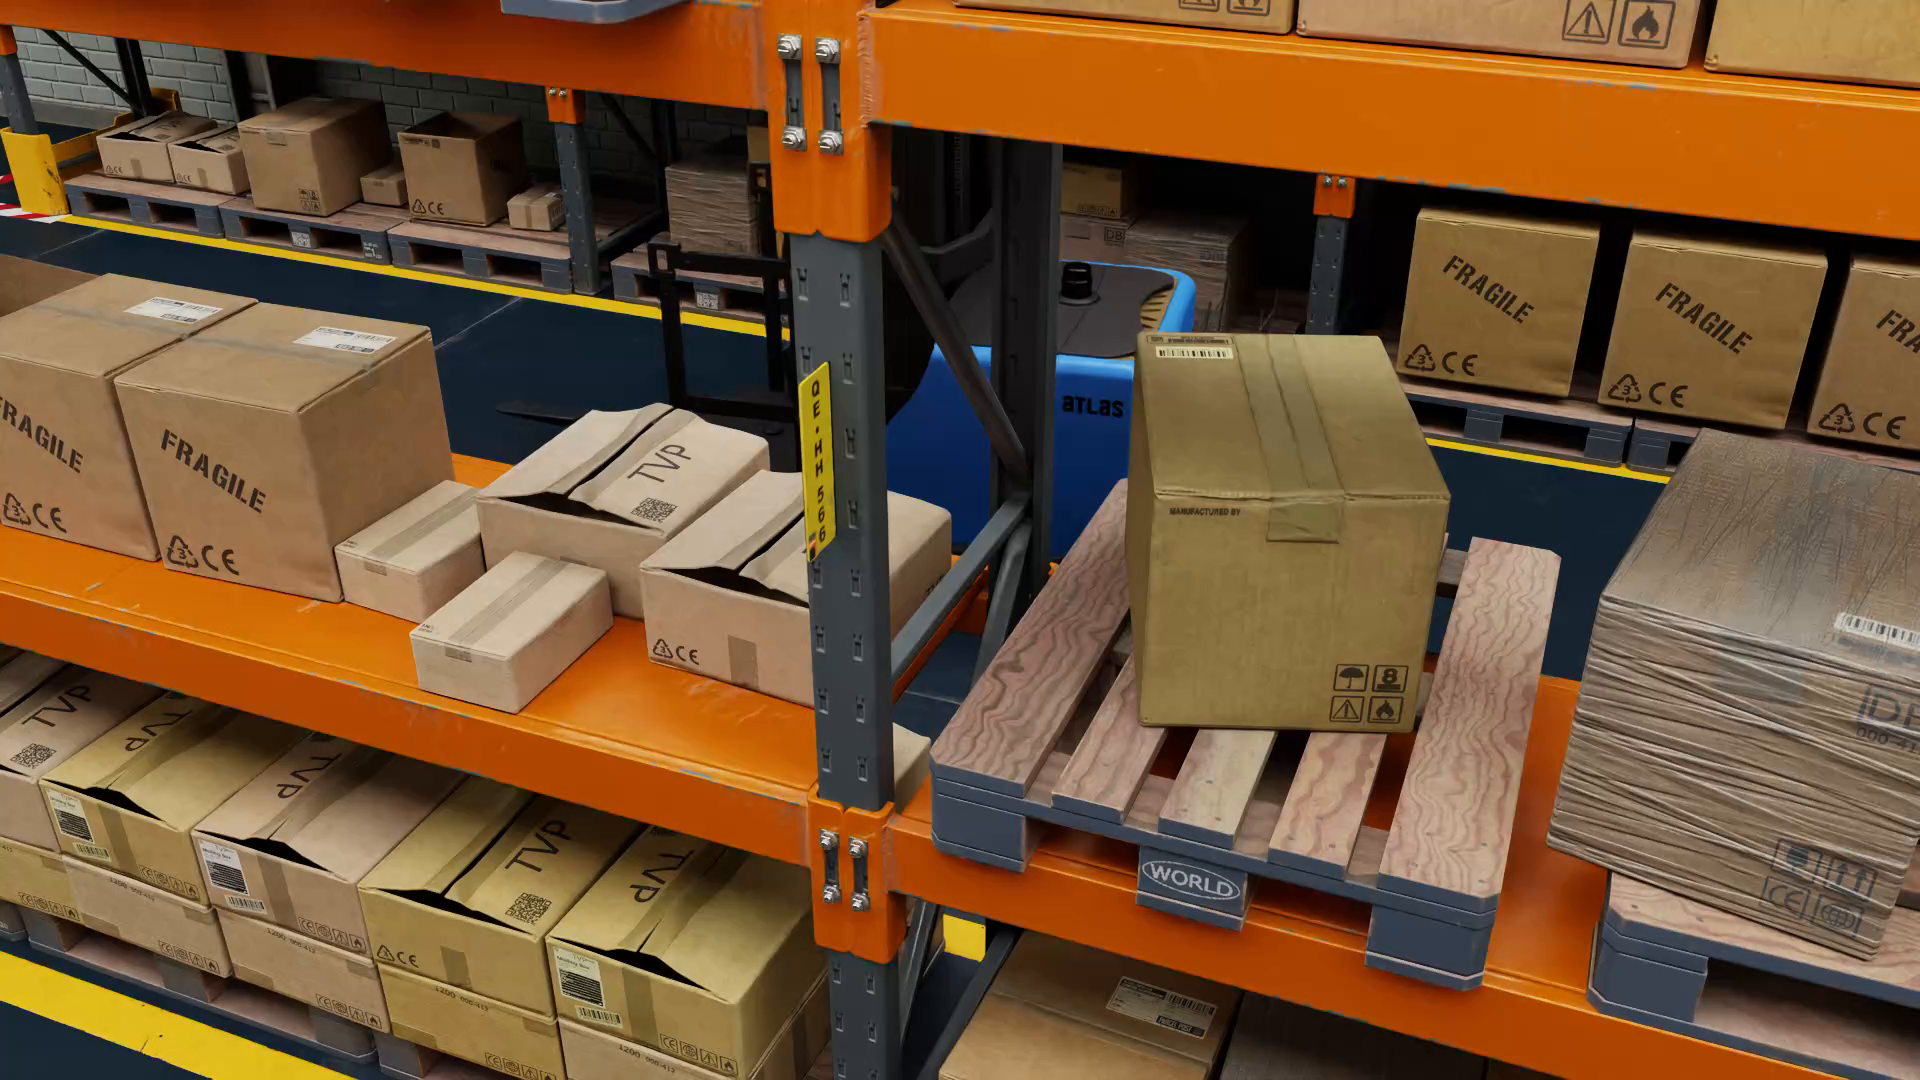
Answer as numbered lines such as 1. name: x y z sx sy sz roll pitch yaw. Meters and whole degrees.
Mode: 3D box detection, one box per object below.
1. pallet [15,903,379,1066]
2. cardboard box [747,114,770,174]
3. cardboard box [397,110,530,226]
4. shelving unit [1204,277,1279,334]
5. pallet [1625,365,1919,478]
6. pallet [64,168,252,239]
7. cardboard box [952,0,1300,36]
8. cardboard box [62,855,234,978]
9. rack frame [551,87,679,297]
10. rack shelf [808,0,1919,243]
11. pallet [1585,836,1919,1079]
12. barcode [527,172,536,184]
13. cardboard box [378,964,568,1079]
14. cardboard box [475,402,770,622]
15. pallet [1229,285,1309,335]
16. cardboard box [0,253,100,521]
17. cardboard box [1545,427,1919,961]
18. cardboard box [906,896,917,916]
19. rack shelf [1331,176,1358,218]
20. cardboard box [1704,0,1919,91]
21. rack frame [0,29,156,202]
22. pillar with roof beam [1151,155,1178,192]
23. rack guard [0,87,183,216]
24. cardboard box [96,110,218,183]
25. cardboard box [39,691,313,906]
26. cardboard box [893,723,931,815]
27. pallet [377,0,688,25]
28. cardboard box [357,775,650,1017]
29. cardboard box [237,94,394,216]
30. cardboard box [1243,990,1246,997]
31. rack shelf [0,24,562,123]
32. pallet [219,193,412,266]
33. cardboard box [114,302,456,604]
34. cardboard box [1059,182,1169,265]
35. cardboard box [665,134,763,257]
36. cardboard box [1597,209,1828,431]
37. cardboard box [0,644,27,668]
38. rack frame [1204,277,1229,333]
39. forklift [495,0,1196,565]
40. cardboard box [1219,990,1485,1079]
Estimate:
1. pallet: -1.904 0.942 4.869 1.213 0.211 1.003 11 31 19
2. cardboard box: -0.779 -2.096 8.742 0.500 0.250 0.500 11 31 18
3. cardboard box: -2.853 -2.152 9.603 0.500 0.500 0.500 9 31 15
4. shelving unit: 0.952 -0.352 6.141 0.189 1.200 0.258 16 33 17
5. pallet: 3.659 -0.515 7.446 1.213 0.211 1.003 11 31 19
6. pallet: -4.773 -2.221 10.464 1.213 0.211 1.003 11 31 19
7. cardboard box: 0.388 -1.160 2.603 0.500 0.500 0.910 11 31 19
8. cardboard box: -2.030 0.870 4.529 0.500 0.250 0.500 12 32 20
9. rack frame: -1.877 -2.875 8.788 0.127 3.000 1.000 11 31 19
10. rack shelf: 1.824 -0.498 2.266 4.000 0.370 1.077 11 31 19
11. pallet: 1.775 0.565 2.896 1.213 0.211 1.003 11 31 19
12. barcode: -2.552 -2.151 9.884 0.075 0.075 0.001 11 31 19
13. cardboard box: -1.087 1.059 4.196 0.500 0.250 0.500 11 31 19
14. cardboard box: -0.785 -0.091 3.953 0.500 0.311 0.500 11 31 19
15. pallet: 1.106 -1.066 8.422 1.213 0.211 1.003 11 31 19
16. cardboard box: -2.542 -0.412 4.329 0.500 0.500 0.500 14 32 23
17. cardboard box: 1.372 0.219 2.785 0.500 0.500 0.700 18 34 28
18. cardboard box: -0.404 0.908 4.463 0.500 0.250 0.500 11 31 19
19. rack shelf: 3.683 -1.452 7.001 4.000 0.370 1.077 11 31 19
20. cardboard box: 1.342 -0.969 2.266 0.500 0.500 0.910 11 31 19
21. rack frame: -5.583 -3.615 10.098 0.127 3.000 1.000 11 31 19
22. pillar with roof beam: -0.668 -3.419 3.653 0.400 9.000 9.100 11 31 19
23. rack guard: -5.513 -2.513 10.688 0.348 0.500 1.175 11 31 19
24. cardboard box: -4.976 -2.467 10.352 0.500 0.311 0.500 8 30 13
25. cardboard box: -2.021 0.628 4.388 0.500 0.311 0.500 12 32 20
26. cardboard box: -0.404 0.664 4.325 0.500 0.311 0.500 12 32 21
27. pallet: -0.692 -1.184 2.940 1.003 0.211 1.213 13 32 21
28. cardboard box: -1.091 0.817 4.055 0.500 0.311 0.500 11 31 18
29. cardboard box: -3.787 -2.285 9.838 0.500 0.500 0.700 9 31 16
30. cardboard box: 0.926 1.087 3.872 0.500 0.500 0.500 13 32 21
31. rack shelf: -3.730 -2.932 9.620 4.000 0.370 1.077 11 31 19
32. pallet: -3.647 -1.994 10.064 1.213 0.211 1.003 11 31 19
33. cardboard box: -1.590 -0.222 3.993 0.500 0.500 0.500 10 31 16
34. cardboard box: 0.709 -1.496 8.442 0.500 0.500 0.700 11 31 19
35. cardboard box: -1.188 -1.850 9.068 0.500 0.500 0.700 12 32 21
36. cardboard box: 3.271 -1.021 7.266 0.750 0.750 0.750 11 31 19
37. cardboard box: -2.985 0.439 4.722 0.500 0.311 0.500 11 31 19
38. rack frame: 0.868 -0.376 6.168 0.006 1.200 0.240 16 33 17
39. forklift: -0.655 -1.337 6.137 3.031 2.935 1.130 7 30 13
40. cardboard box: 0.772 1.330 3.442 0.500 0.500 0.500 10 31 17
